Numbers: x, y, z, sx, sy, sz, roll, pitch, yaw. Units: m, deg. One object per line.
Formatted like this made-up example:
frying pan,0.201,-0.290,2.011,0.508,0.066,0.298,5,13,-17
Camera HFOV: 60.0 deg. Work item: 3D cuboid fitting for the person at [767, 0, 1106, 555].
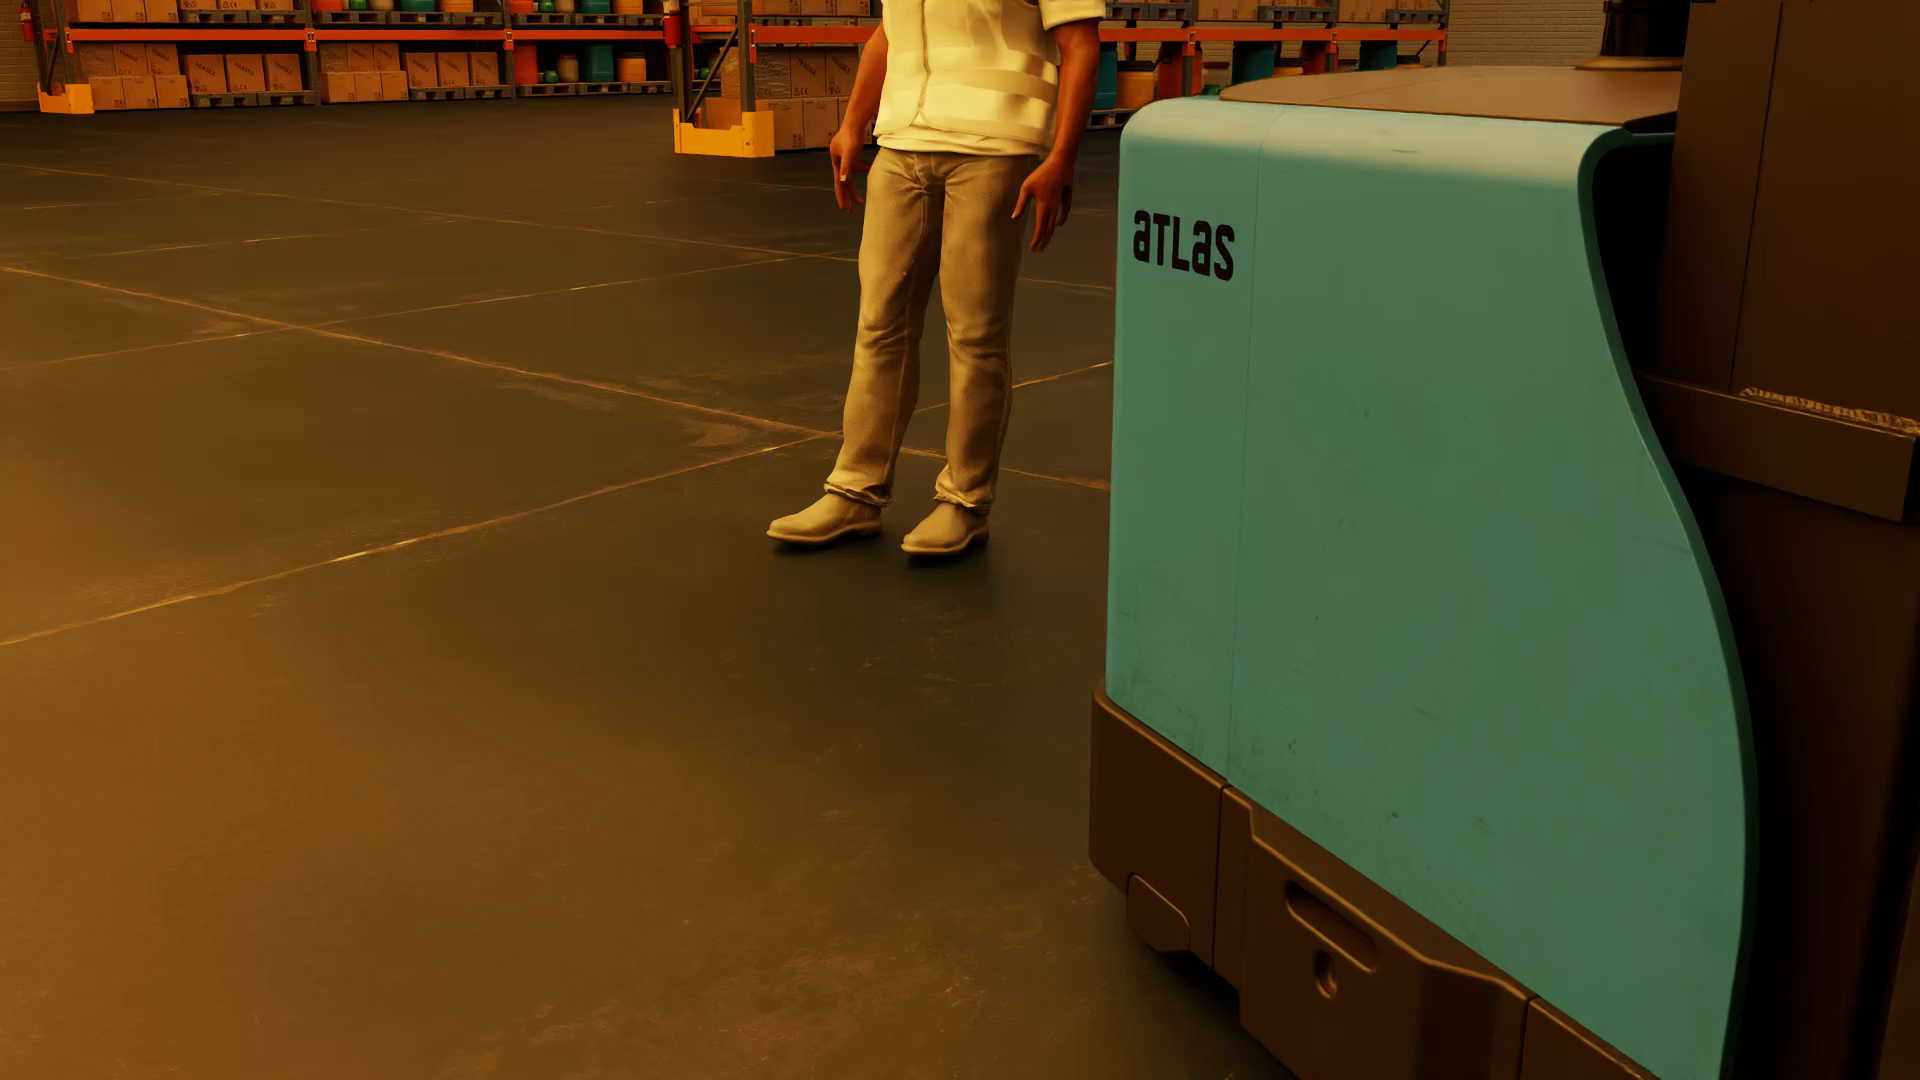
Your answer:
person,-0.049,-0.838,3.636,0.665,1.766,0.576,13,21,37

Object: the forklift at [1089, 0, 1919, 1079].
forklift,1.263,-0.585,0.823,1.130,2.935,3.031,-8,19,-24
